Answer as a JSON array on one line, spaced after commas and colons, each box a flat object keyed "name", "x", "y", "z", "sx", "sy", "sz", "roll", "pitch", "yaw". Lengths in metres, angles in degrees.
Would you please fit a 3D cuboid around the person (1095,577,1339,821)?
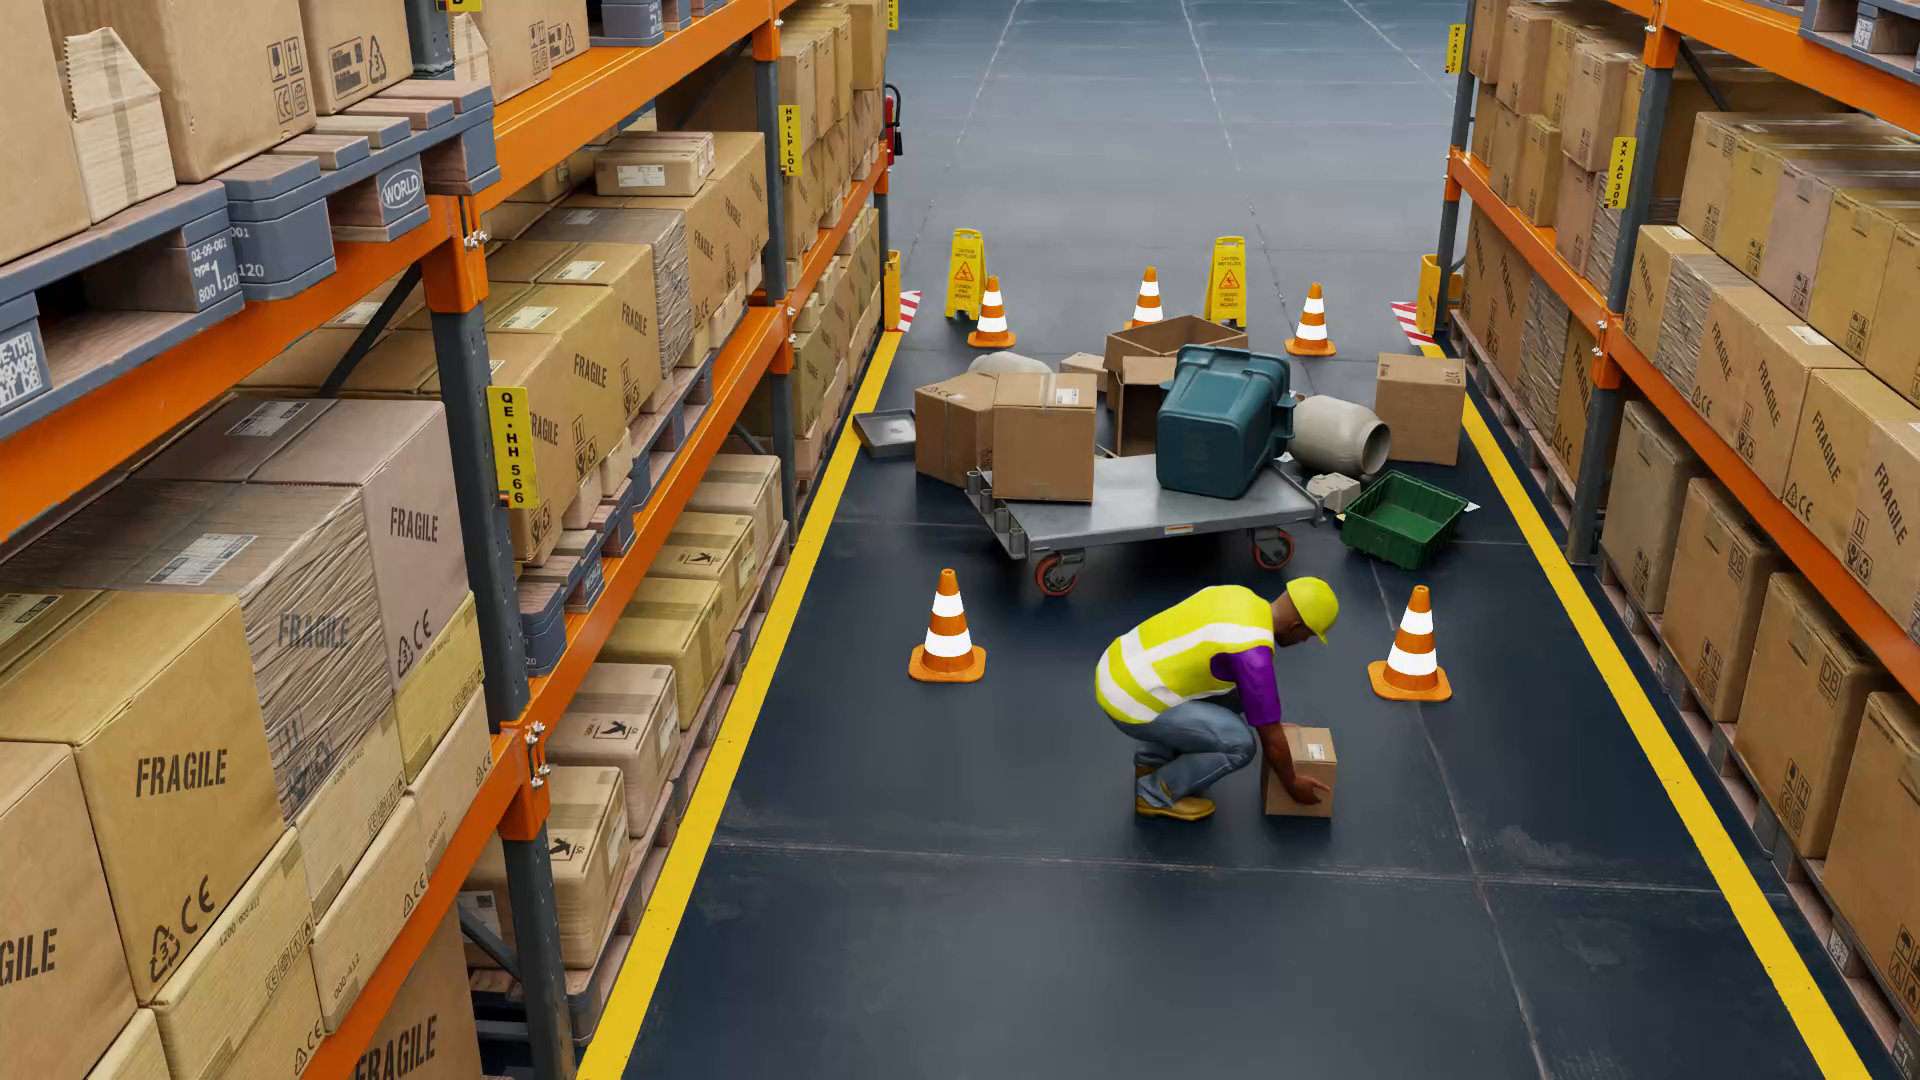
[{"name": "person", "x": 0.965, "y": 0.565, "z": 6.355, "sx": 0.897, "sy": 0.926, "sz": 0.568, "roll": 2, "pitch": 24, "yaw": 4}]
